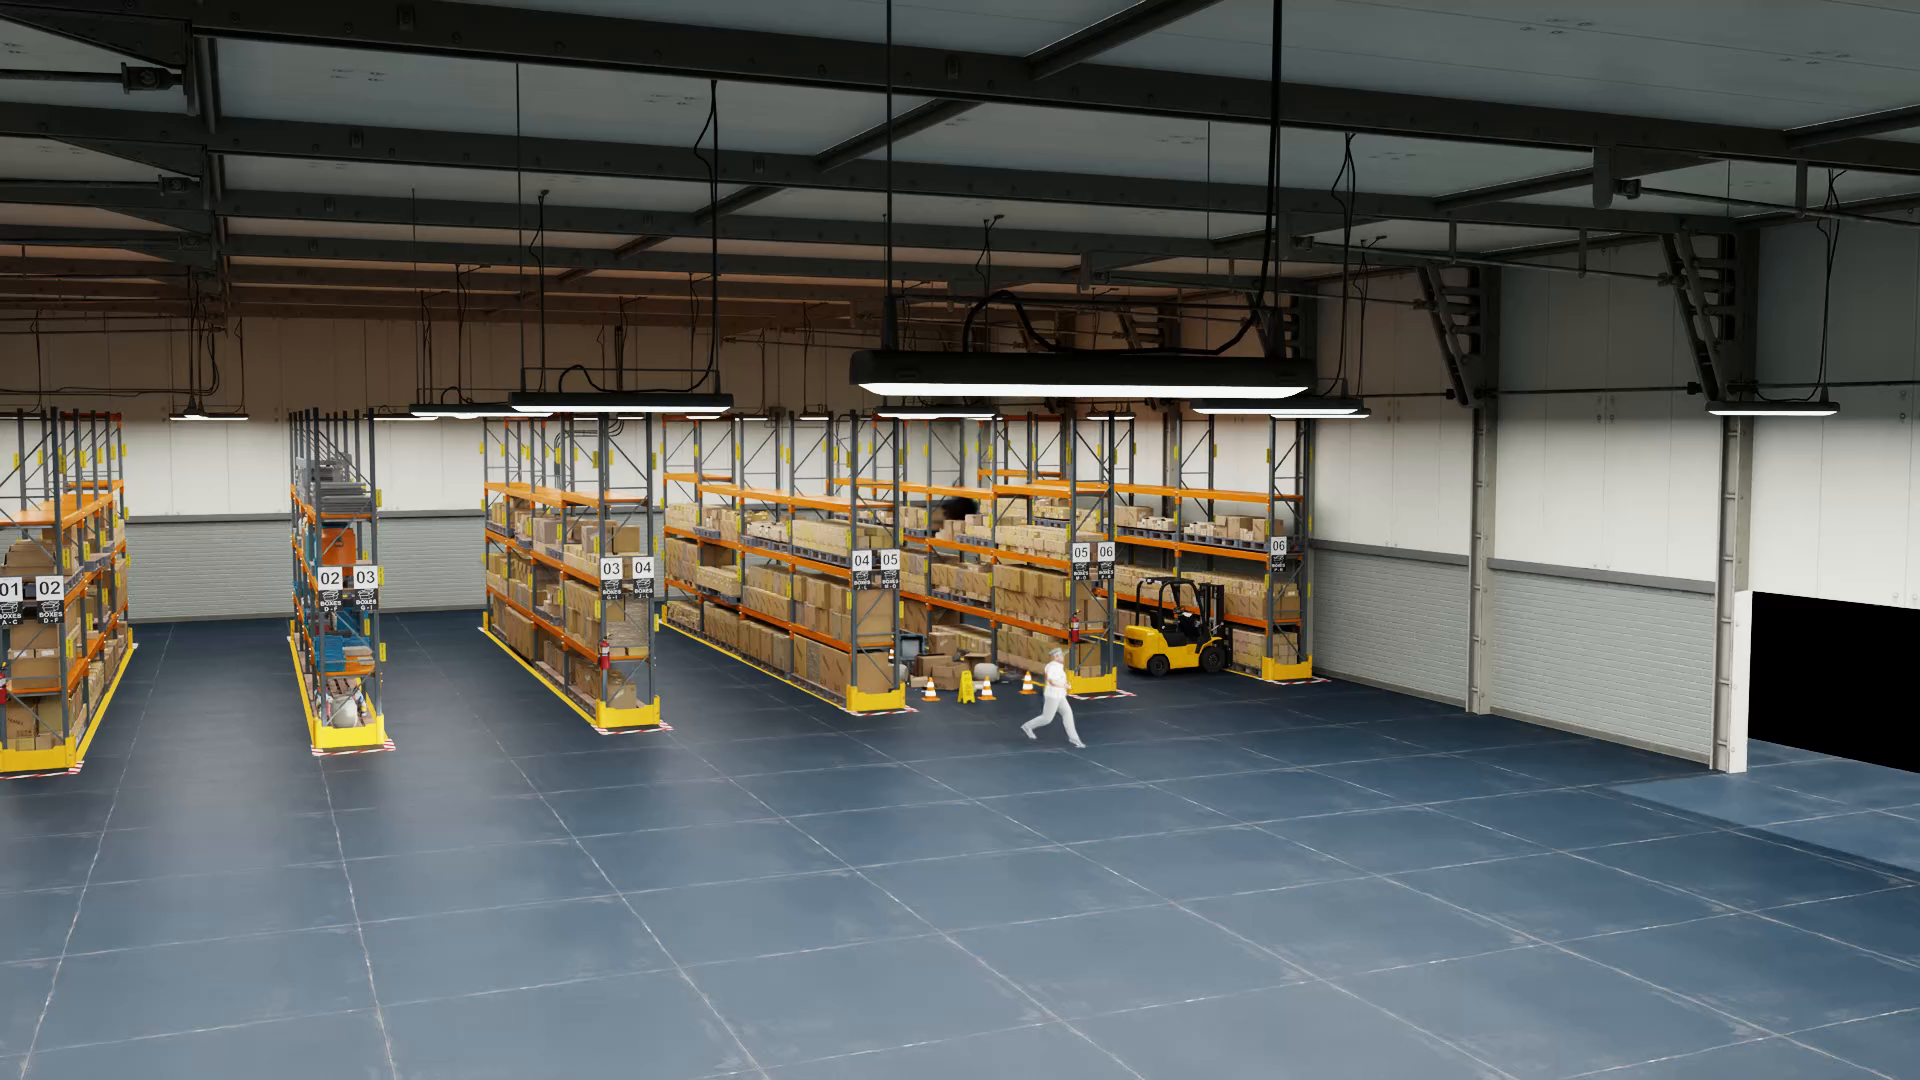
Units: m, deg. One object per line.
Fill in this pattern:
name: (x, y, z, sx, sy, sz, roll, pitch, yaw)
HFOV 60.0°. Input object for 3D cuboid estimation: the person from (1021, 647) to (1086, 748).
person: (1.652, 2.790, 29.434, 1.137, 1.802, 0.628, 1, 4, 18)
